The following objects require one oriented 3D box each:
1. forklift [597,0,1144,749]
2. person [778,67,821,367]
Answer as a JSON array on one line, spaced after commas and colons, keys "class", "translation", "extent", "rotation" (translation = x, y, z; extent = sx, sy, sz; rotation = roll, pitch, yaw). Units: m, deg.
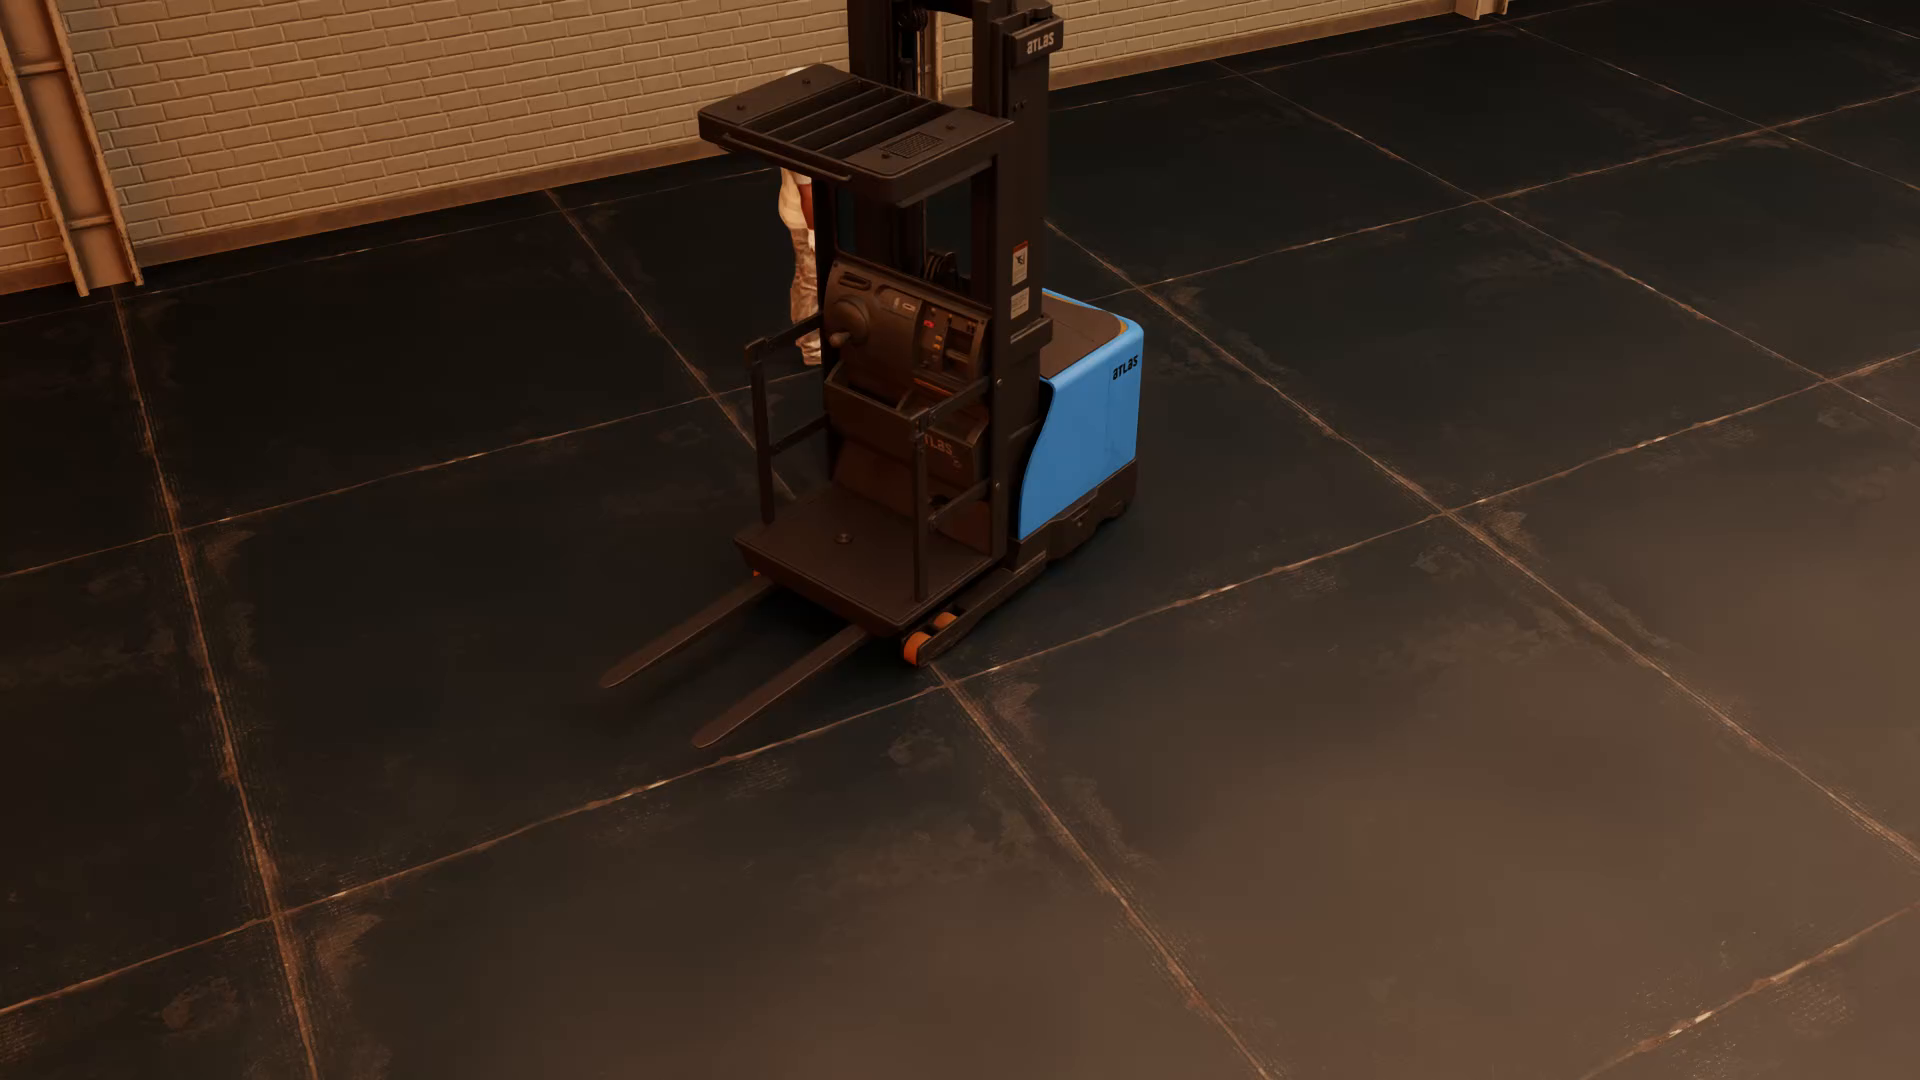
[{"class": "forklift", "translation": [-0.390, -0.927, 7.434], "extent": [1.130, 2.935, 3.031], "rotation": [26, 43, 31]}, {"class": "person", "translation": [-0.880, -1.906, 9.813], "extent": [0.361, 1.789, 0.566], "rotation": [-9, 36, -12]}]
